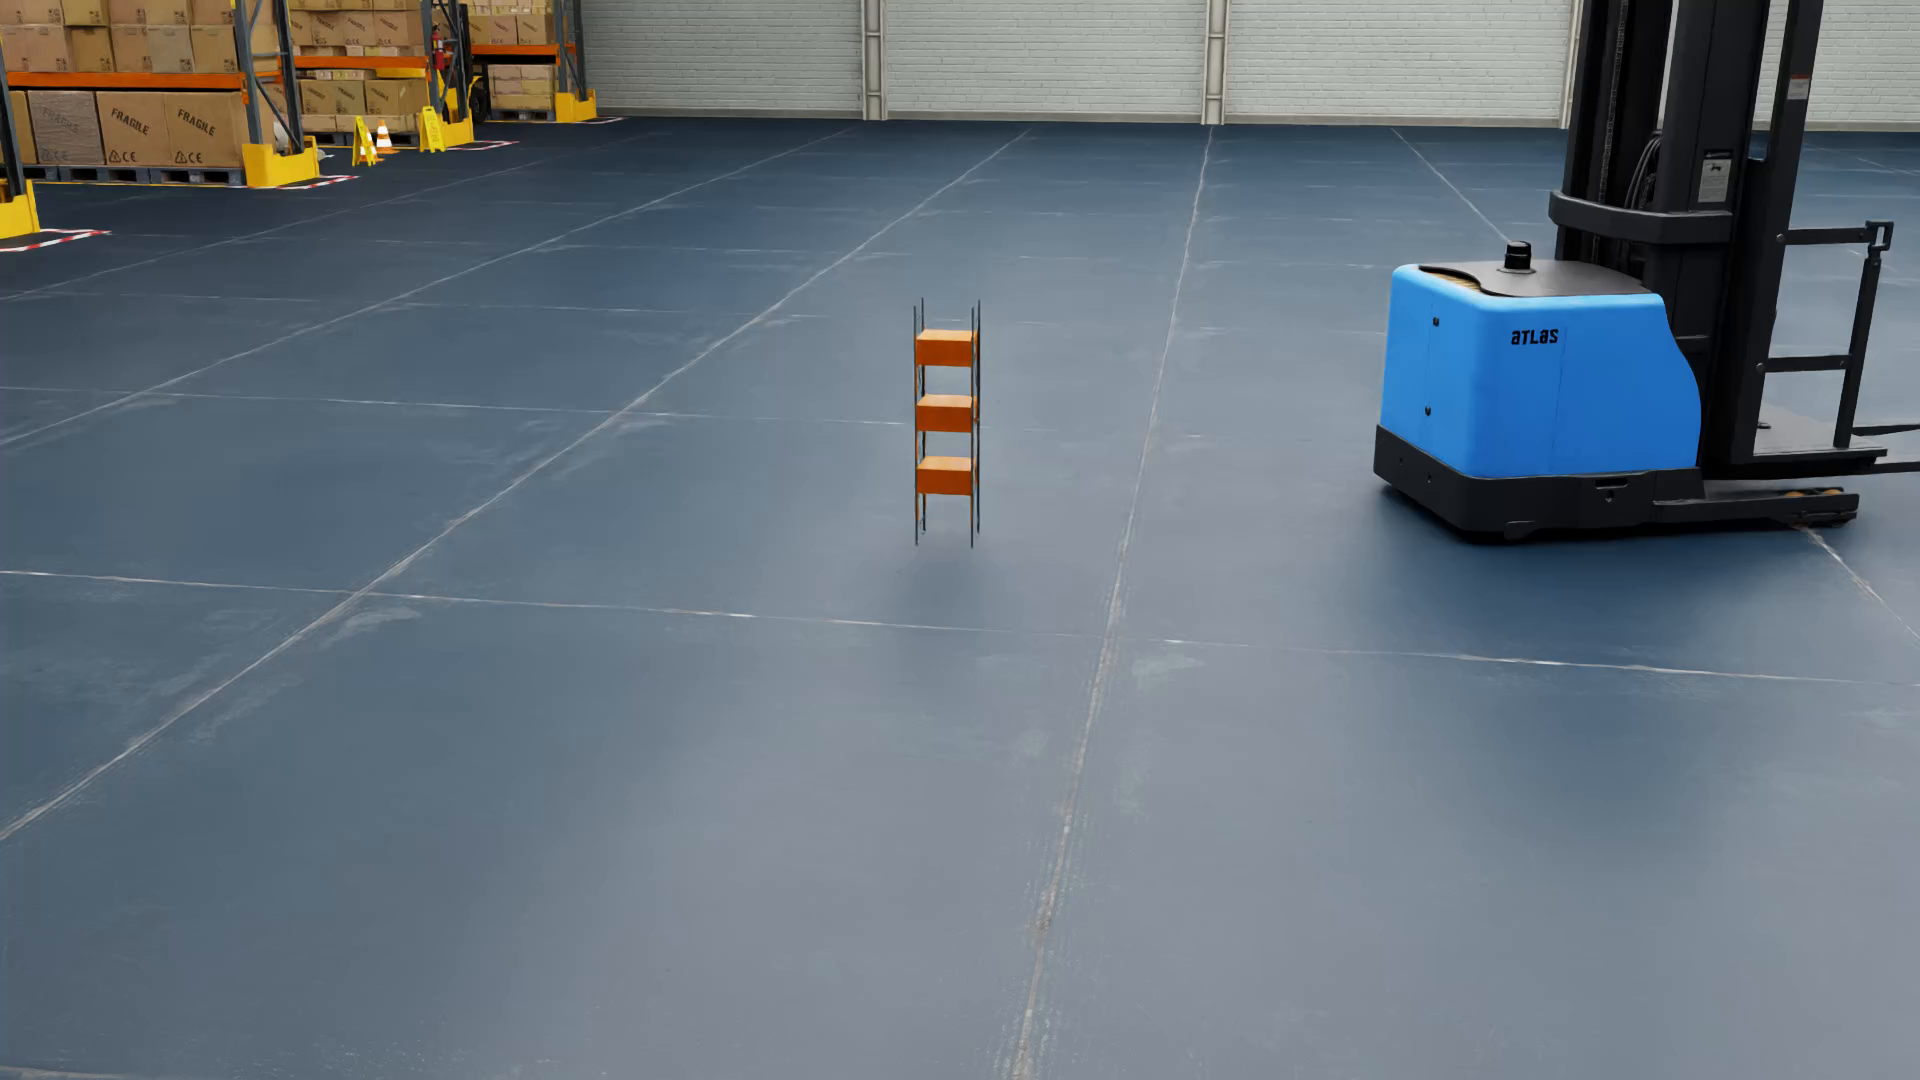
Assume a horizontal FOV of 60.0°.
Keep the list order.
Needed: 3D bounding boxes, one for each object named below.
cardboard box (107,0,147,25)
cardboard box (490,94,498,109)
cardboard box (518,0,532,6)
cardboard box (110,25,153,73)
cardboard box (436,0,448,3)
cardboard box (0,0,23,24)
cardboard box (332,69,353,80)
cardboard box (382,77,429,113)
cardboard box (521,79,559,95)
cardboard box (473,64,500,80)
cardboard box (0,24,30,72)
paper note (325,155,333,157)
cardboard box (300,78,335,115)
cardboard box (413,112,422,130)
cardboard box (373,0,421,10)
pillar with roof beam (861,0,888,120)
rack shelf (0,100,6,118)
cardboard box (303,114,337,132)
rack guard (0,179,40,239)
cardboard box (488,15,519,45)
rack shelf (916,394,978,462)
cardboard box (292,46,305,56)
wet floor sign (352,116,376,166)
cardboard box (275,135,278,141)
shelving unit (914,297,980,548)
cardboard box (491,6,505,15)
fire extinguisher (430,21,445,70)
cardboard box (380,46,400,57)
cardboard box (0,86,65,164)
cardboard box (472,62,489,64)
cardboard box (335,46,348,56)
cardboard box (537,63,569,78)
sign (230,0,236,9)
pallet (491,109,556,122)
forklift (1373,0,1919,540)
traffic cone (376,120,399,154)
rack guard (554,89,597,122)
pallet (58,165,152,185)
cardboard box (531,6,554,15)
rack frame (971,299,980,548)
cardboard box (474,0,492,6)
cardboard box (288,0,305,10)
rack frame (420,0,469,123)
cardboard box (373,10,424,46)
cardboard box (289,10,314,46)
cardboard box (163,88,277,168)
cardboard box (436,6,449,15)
[{"bbox_3d":[-9.818,-6.536,20.172,0.550,0.550,0.875,3,19,9],"label":"cardboard box"},{"bbox_3d":[-8.396,-7.840,29.677,0.500,0.250,0.500,3,19,9],"label":"cardboard box"},{"bbox_3d":[-7.535,-9.414,29.064,0.250,0.149,0.380,3,19,9],"label":"cardboard box"},{"bbox_3d":[-9.822,-6.016,20.321,0.550,0.550,0.875,3,19,9],"label":"cardboard box"},{"bbox_3d":[-9.048,-9.505,29.335,0.250,0.149,0.380,3,19,9],"label":"cardboard box"},{"bbox_3d":[-11.398,-6.616,20.412,0.550,0.550,0.875,3,19,9],"label":"cardboard box"},{"bbox_3d":[-9.136,-6.937,24.774,0.250,0.149,0.380,3,19,10],"label":"cardboard box"},{"bbox_3d":[-8.459,-6.787,25.351,0.500,0.500,0.500,2,19,7],"label":"cardboard box"},{"bbox_3d":[-7.430,-8.022,29.436,0.500,0.250,0.500,3,19,8],"label":"cardboard box"},{"bbox_3d":[-8.409,-8.305,29.491,0.500,0.250,0.500,3,19,9],"label":"cardboard box"},{"bbox_3d":[-11.405,-6.090,20.539,0.550,0.550,0.875,3,19,9],"label":"cardboard box"},{"bbox_3d":[-8.932,-5.424,23.467,0.142,0.019,0.148,-3,19,-10],"label":"paper note"},{"bbox_3d":[-9.529,-6.671,25.002,0.500,0.500,0.500,2,19,7],"label":"cardboard box"},{"bbox_3d":[-8.436,-6.431,25.467,0.500,0.250,0.500,3,19,8],"label":"cardboard box"},{"bbox_3d":[-8.222,-8.028,24.368,0.500,0.500,0.700,2,19,7],"label":"cardboard box"},{"bbox_3d":[-2.203,-10.475,24.429,0.400,9.000,9.100,3,19,9],"label":"pillar with roof beam"},{"bbox_3d":[-11.230,-4.063,15.853,4.000,0.370,1.077,3,19,9],"label":"rack shelf"},{"bbox_3d":[-9.552,-6.313,25.115,0.500,0.250,0.500,2,19,7],"label":"cardboard box"},{"bbox_3d":[-9.330,-3.122,15.846,0.348,0.500,1.175,3,19,9],"label":"rack guard"},{"bbox_3d":[-7.938,-8.983,29.264,0.500,0.500,0.500,4,19,10],"label":"cardboard box"},{"bbox_3d":[-0.053,-0.491,7.148,0.240,0.259,0.215,3,19,9],"label":"rack shelf"},{"bbox_3d":[-9.858,-7.303,24.798,0.250,0.149,0.380,3,19,8],"label":"cardboard box"},{"bbox_3d":[-8.026,-5.355,22.290,0.232,0.644,0.267,0,19,-1],"label":"wet floor sign"},{"bbox_3d":[-9.819,-5.520,23.007,0.637,0.503,0.797,-11,21,-29],"label":"cardboard box"},{"bbox_3d":[-0.053,-0.501,7.145,0.252,1.050,0.215,3,19,9],"label":"shelving unit"},{"bbox_3d":[-8.033,-9.300,29.191,0.250,0.149,0.380,3,19,8],"label":"cardboard box"},{"bbox_3d":[-7.643,-7.222,24.281,0.183,0.674,0.296,3,19,9],"label":"fire extinguisher"},{"bbox_3d":[-8.354,-7.219,24.547,0.250,0.149,0.380,3,19,8],"label":"cardboard box"},{"bbox_3d":[-11.708,-5.192,20.779,0.875,0.875,0.875,3,19,9],"label":"cardboard box"},{"bbox_3d":[-8.835,-8.497,30.066,0.500,0.250,0.500,3,19,8],"label":"cardboard box"},{"bbox_3d":[-9.093,-7.299,24.786,0.250,0.149,0.380,3,19,9],"label":"cardboard box"},{"bbox_3d":[-7.344,-8.416,29.826,0.500,0.250,0.500,3,19,8],"label":"cardboard box"},{"bbox_3d":[-8.468,-6.345,19.340,0.005,0.325,0.100,3,19,9],"label":"sign"},{"bbox_3d":[-7.661,-7.667,29.884,1.213,0.211,1.003,3,19,9],"label":"pallet"},{"bbox_3d":[3.570,-1.600,7.465,3.031,2.935,1.130,-3,19,-10],"label":"forklift"},{"bbox_3d":[-8.312,-5.823,23.976,0.334,0.463,0.336,3,19,9],"label":"traffic cone"},{"bbox_3d":[-6.876,-7.777,29.758,0.348,0.500,1.175,3,19,9],"label":"rack guard"},{"bbox_3d":[-10.371,-4.608,20.742,1.213,0.211,1.003,3,19,9],"label":"pallet"},{"bbox_3d":[-7.286,-9.248,29.036,0.250,0.149,0.380,3,19,9],"label":"cardboard box"},{"bbox_3d":[0.068,-0.494,7.126,0.008,1.050,0.200,3,19,9],"label":"rack frame"},{"bbox_3d":[-8.307,-9.433,29.120,0.250,0.149,0.380,3,19,10],"label":"cardboard box"},{"bbox_3d":[-9.711,-8.118,24.636,0.500,0.500,0.700,3,19,8],"label":"cardboard box"},{"bbox_3d":[-7.683,-7.408,24.717,0.127,3.000,1.000,3,19,9],"label":"rack frame"},{"bbox_3d":[-8.263,-7.538,24.478,0.500,0.500,0.500,3,19,8],"label":"cardboard box"},{"bbox_3d":[-9.747,-7.622,24.730,0.500,0.500,0.500,3,19,9],"label":"cardboard box"},{"bbox_3d":[-9.049,-5.057,20.378,0.875,0.875,0.875,3,19,9],"label":"cardboard box"},{"bbox_3d":[-9.052,-9.337,29.303,0.250,0.149,0.380,3,19,8],"label":"cardboard box"}]
